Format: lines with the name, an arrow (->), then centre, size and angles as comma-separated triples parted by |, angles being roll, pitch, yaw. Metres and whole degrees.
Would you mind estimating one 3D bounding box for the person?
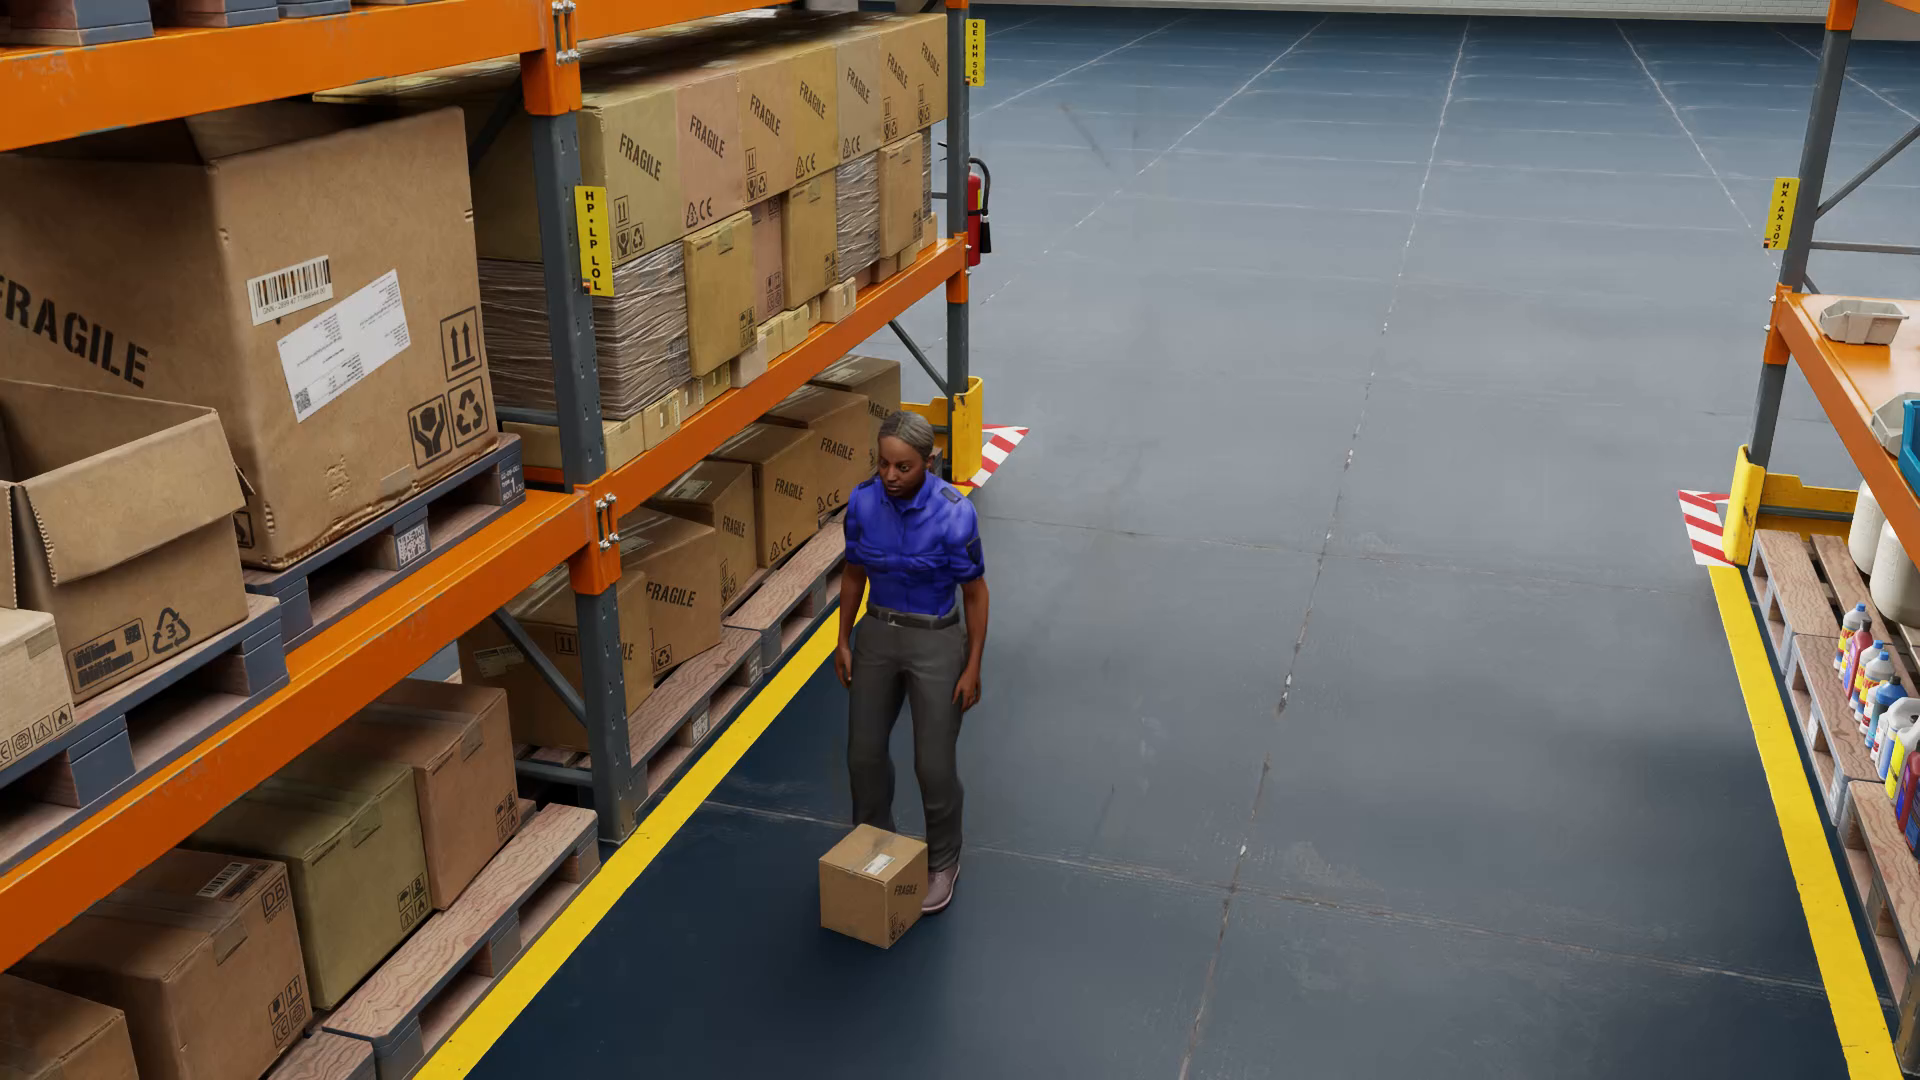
person -> -0.172, 0.362, 5.205 | 0.527, 1.653, 0.350 | 9, 24, 21
